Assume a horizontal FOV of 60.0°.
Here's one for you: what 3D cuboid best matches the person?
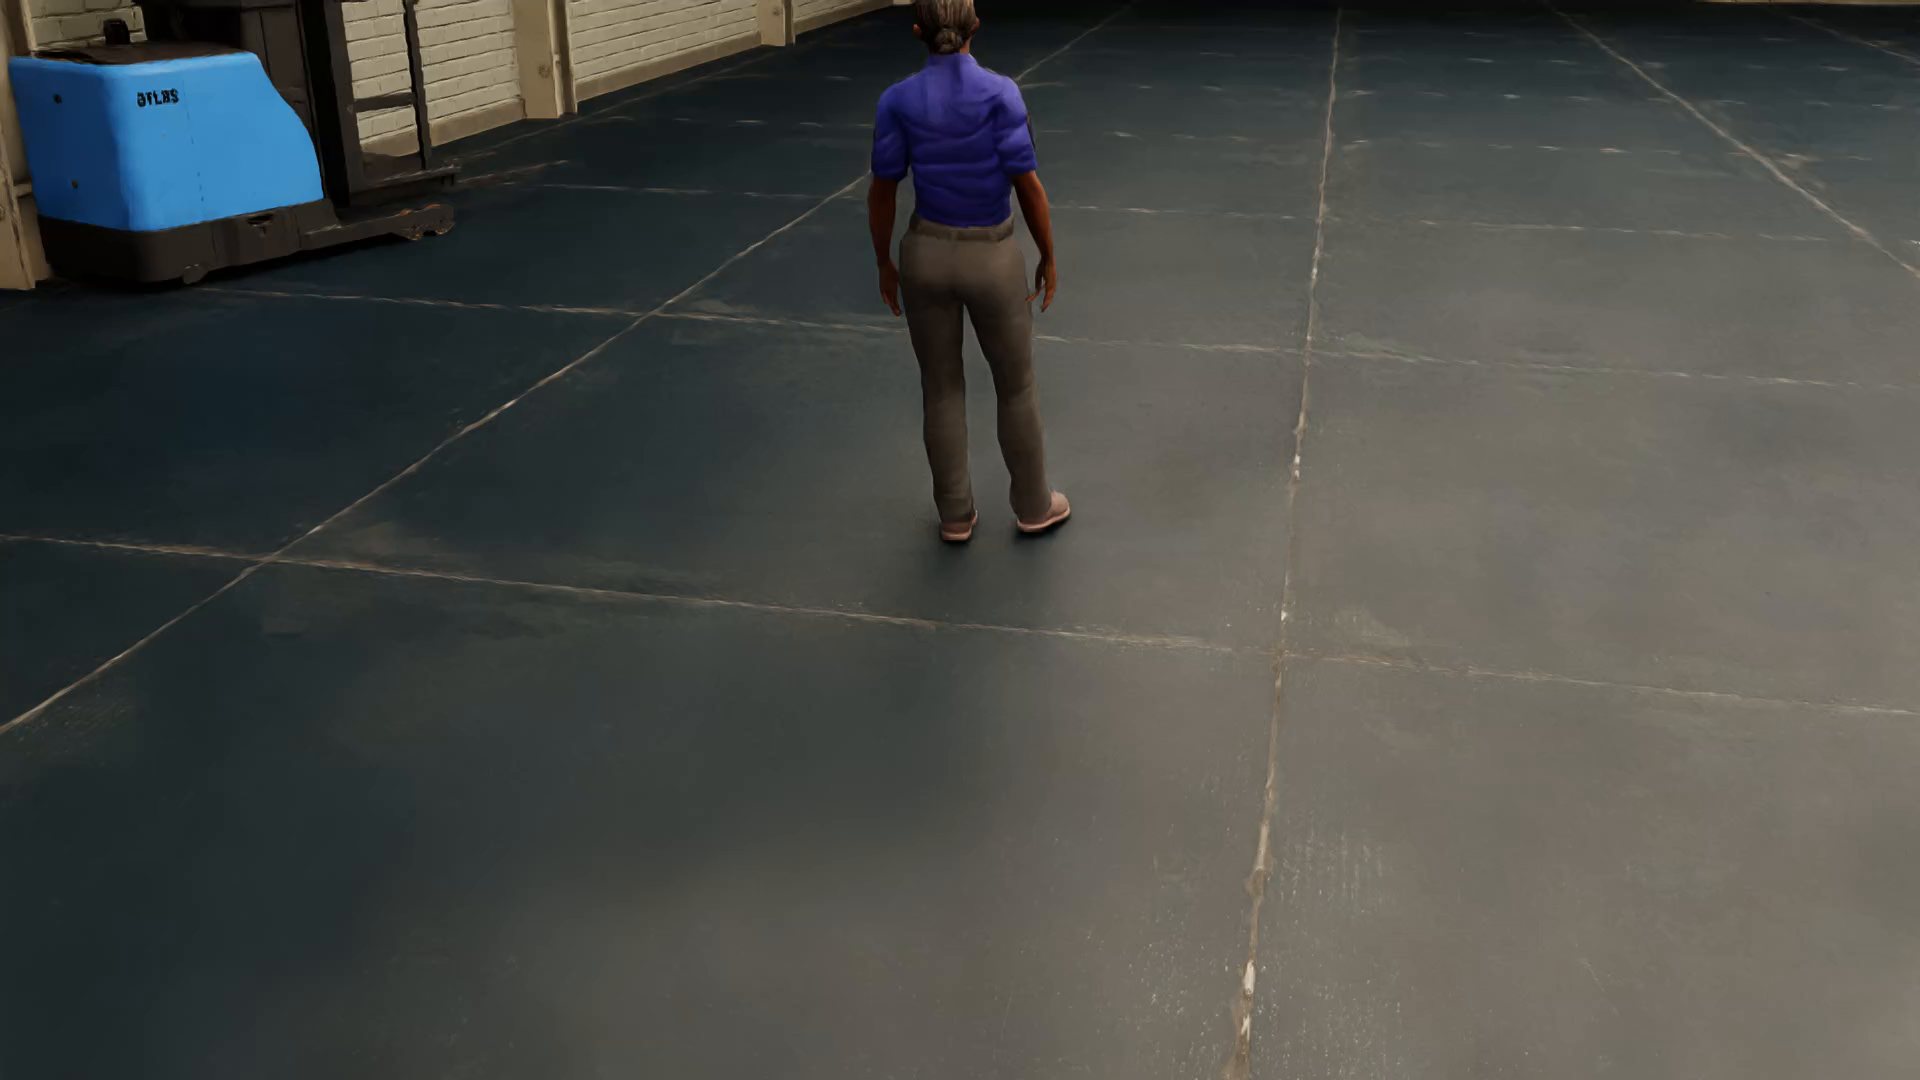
[{"bbox_3d":[0.038,-0.804,4.909,0.570,1.654,0.503,5,23,11],"label":"person"}]

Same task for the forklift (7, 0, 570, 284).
[{"bbox_3d":[-3.522,-3.105,8.882,1.130,2.935,3.031,13,26,30],"label":"forklift"}]
